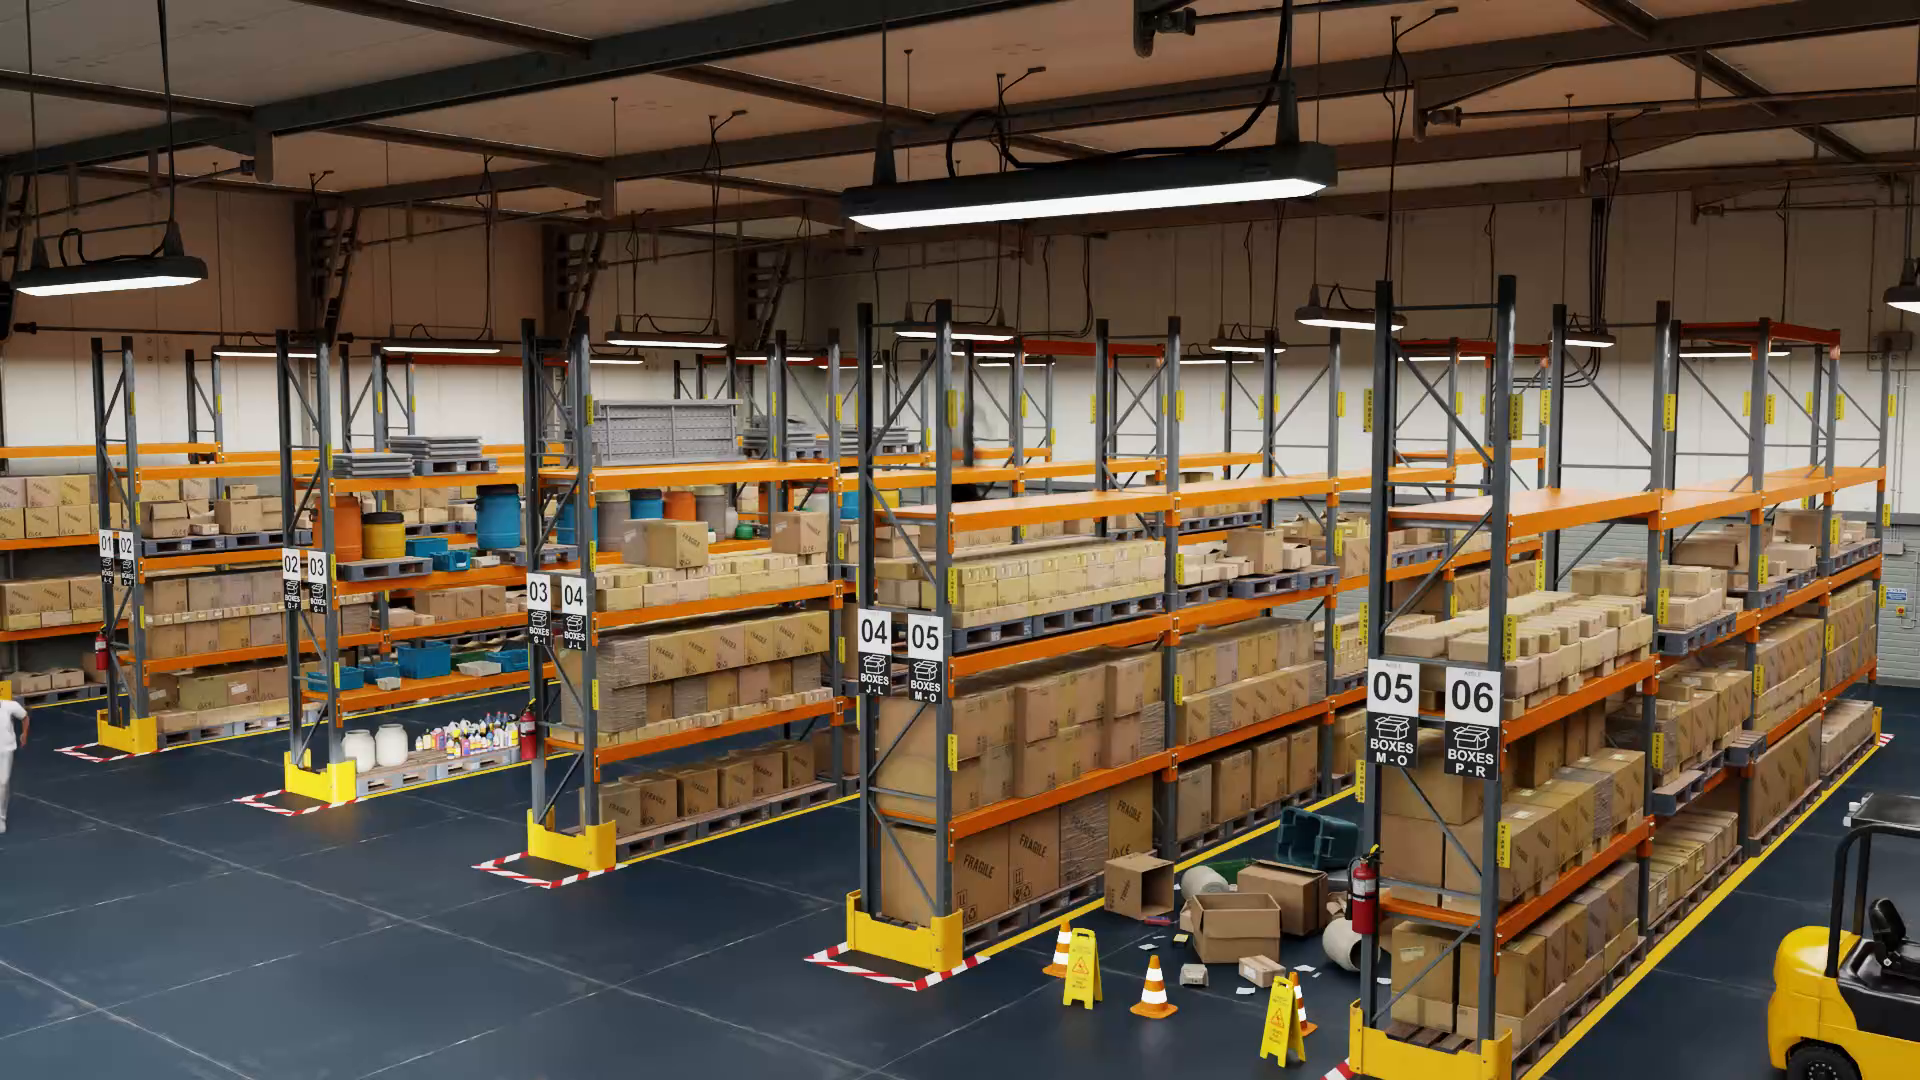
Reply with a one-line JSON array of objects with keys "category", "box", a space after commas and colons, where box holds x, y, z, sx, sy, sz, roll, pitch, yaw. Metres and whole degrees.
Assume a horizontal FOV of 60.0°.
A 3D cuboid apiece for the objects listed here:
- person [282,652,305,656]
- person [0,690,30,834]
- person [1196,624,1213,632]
[{"category": "person", "box": [-11.438, 1.852, 28.589, 0.599, 1.652, 0.539, 3, 6, 30]}, {"category": "person", "box": [-11.565, 2.548, 19.953, 0.710, 1.773, 0.980, -2, 5, -23]}, {"category": "person", "box": [3.342, 2.009, 23.027, 0.606, 1.725, 0.862, 4, 6, 35]}]
